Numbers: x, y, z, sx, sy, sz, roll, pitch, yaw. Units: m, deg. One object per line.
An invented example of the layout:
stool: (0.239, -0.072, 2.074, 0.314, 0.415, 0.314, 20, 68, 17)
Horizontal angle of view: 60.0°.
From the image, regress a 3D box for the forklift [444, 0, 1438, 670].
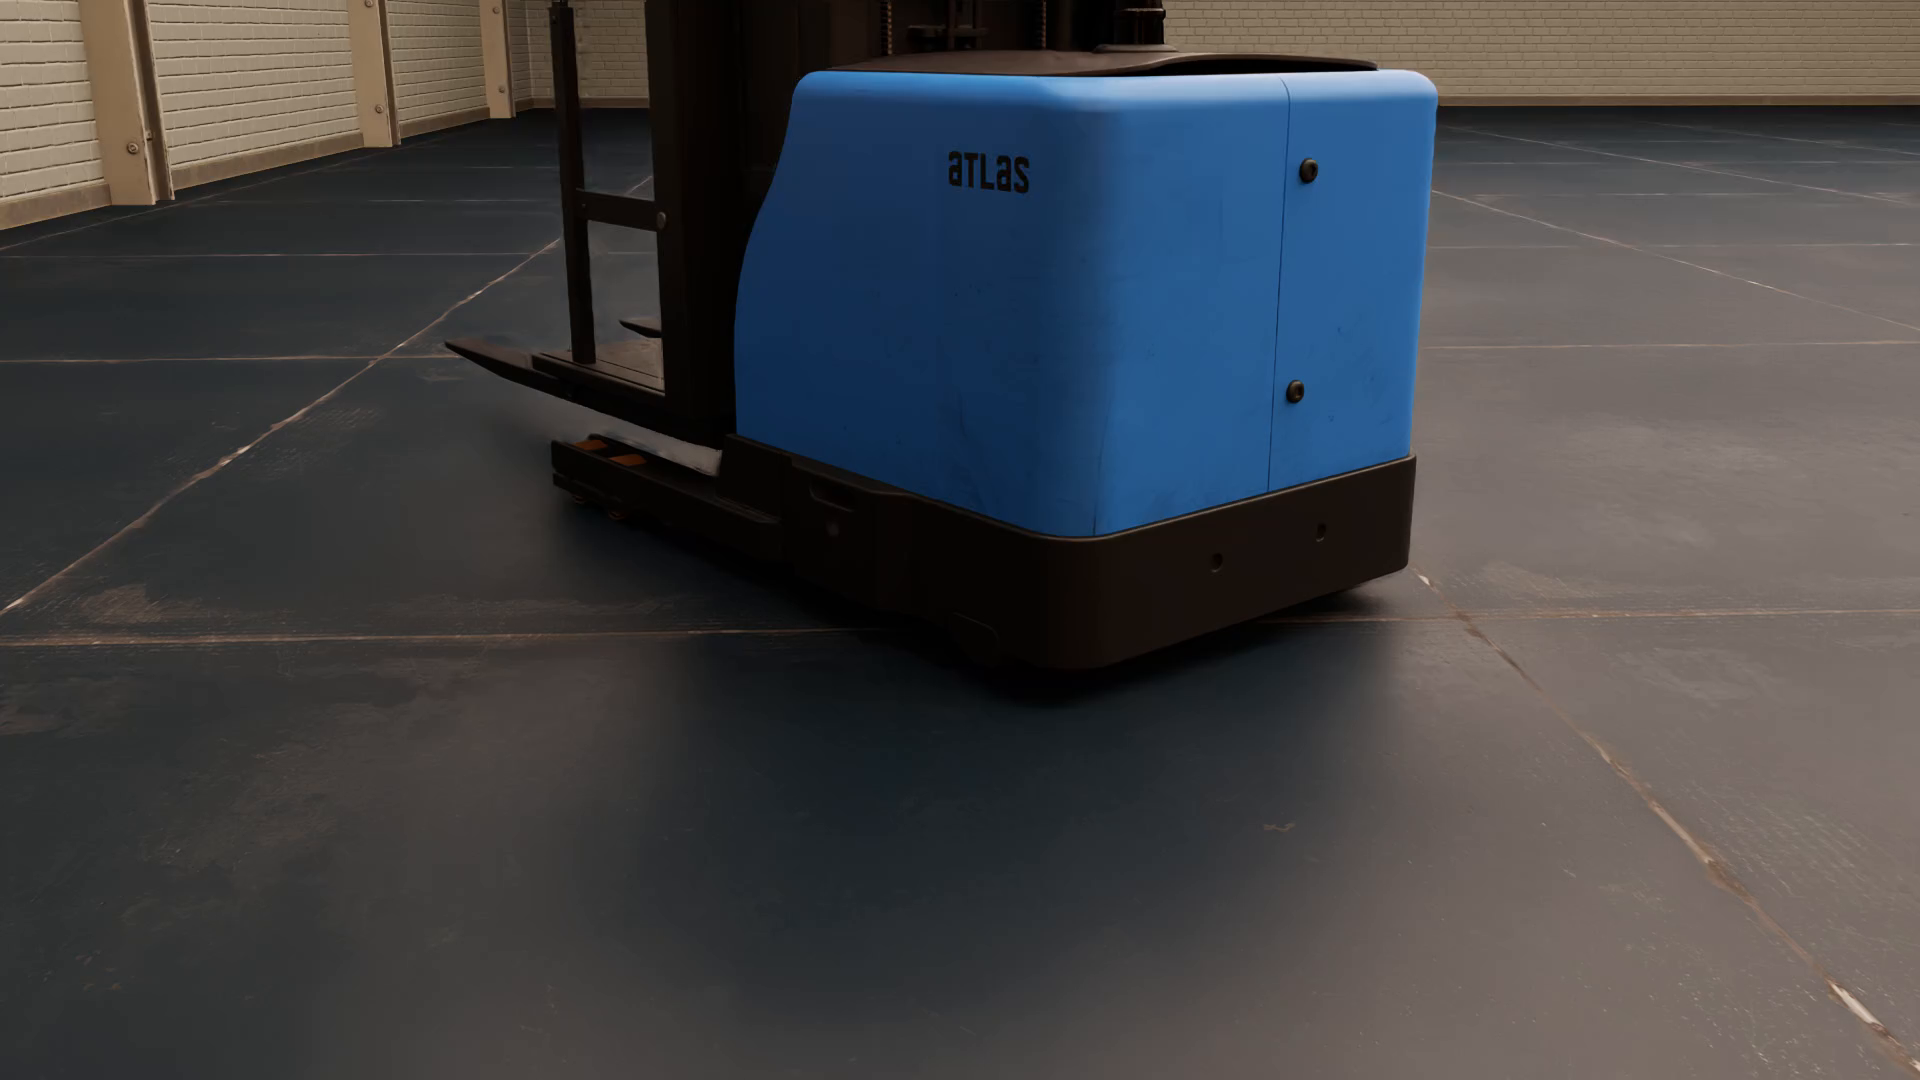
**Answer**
forklift: (-0.381, -1.529, 3.907, 1.130, 2.935, 3.031, -14, 22, -38)
